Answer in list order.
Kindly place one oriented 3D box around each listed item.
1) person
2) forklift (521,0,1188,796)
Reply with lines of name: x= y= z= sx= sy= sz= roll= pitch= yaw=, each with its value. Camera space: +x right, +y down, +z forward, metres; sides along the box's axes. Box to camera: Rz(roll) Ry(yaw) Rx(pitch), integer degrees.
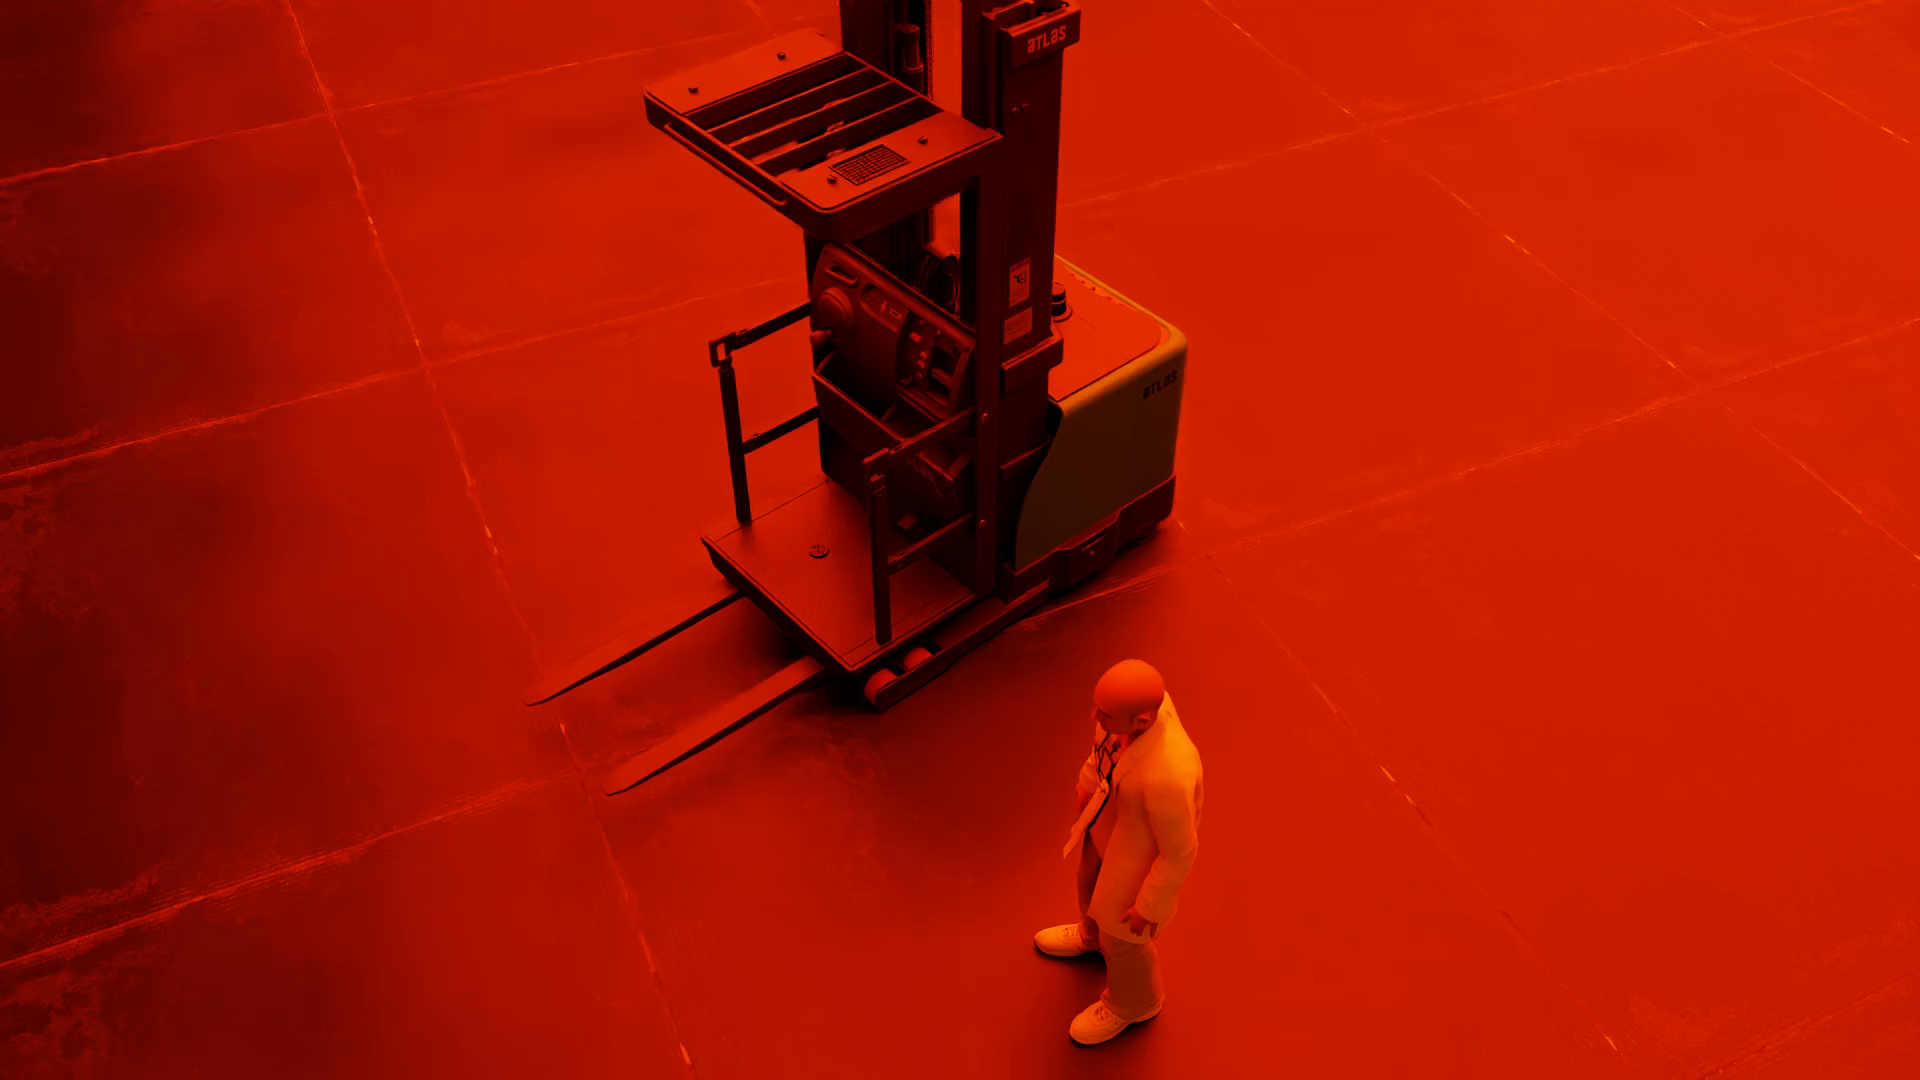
person: x=0.548 y=0.999 z=5.458 sx=0.422 sy=1.774 sz=0.653 roll=-10 pitch=44 yaw=-11
forklift: x=-0.438 y=-0.766 z=6.500 sx=3.031 sy=2.935 sz=1.130 roll=-31 pitch=51 yaw=-29
